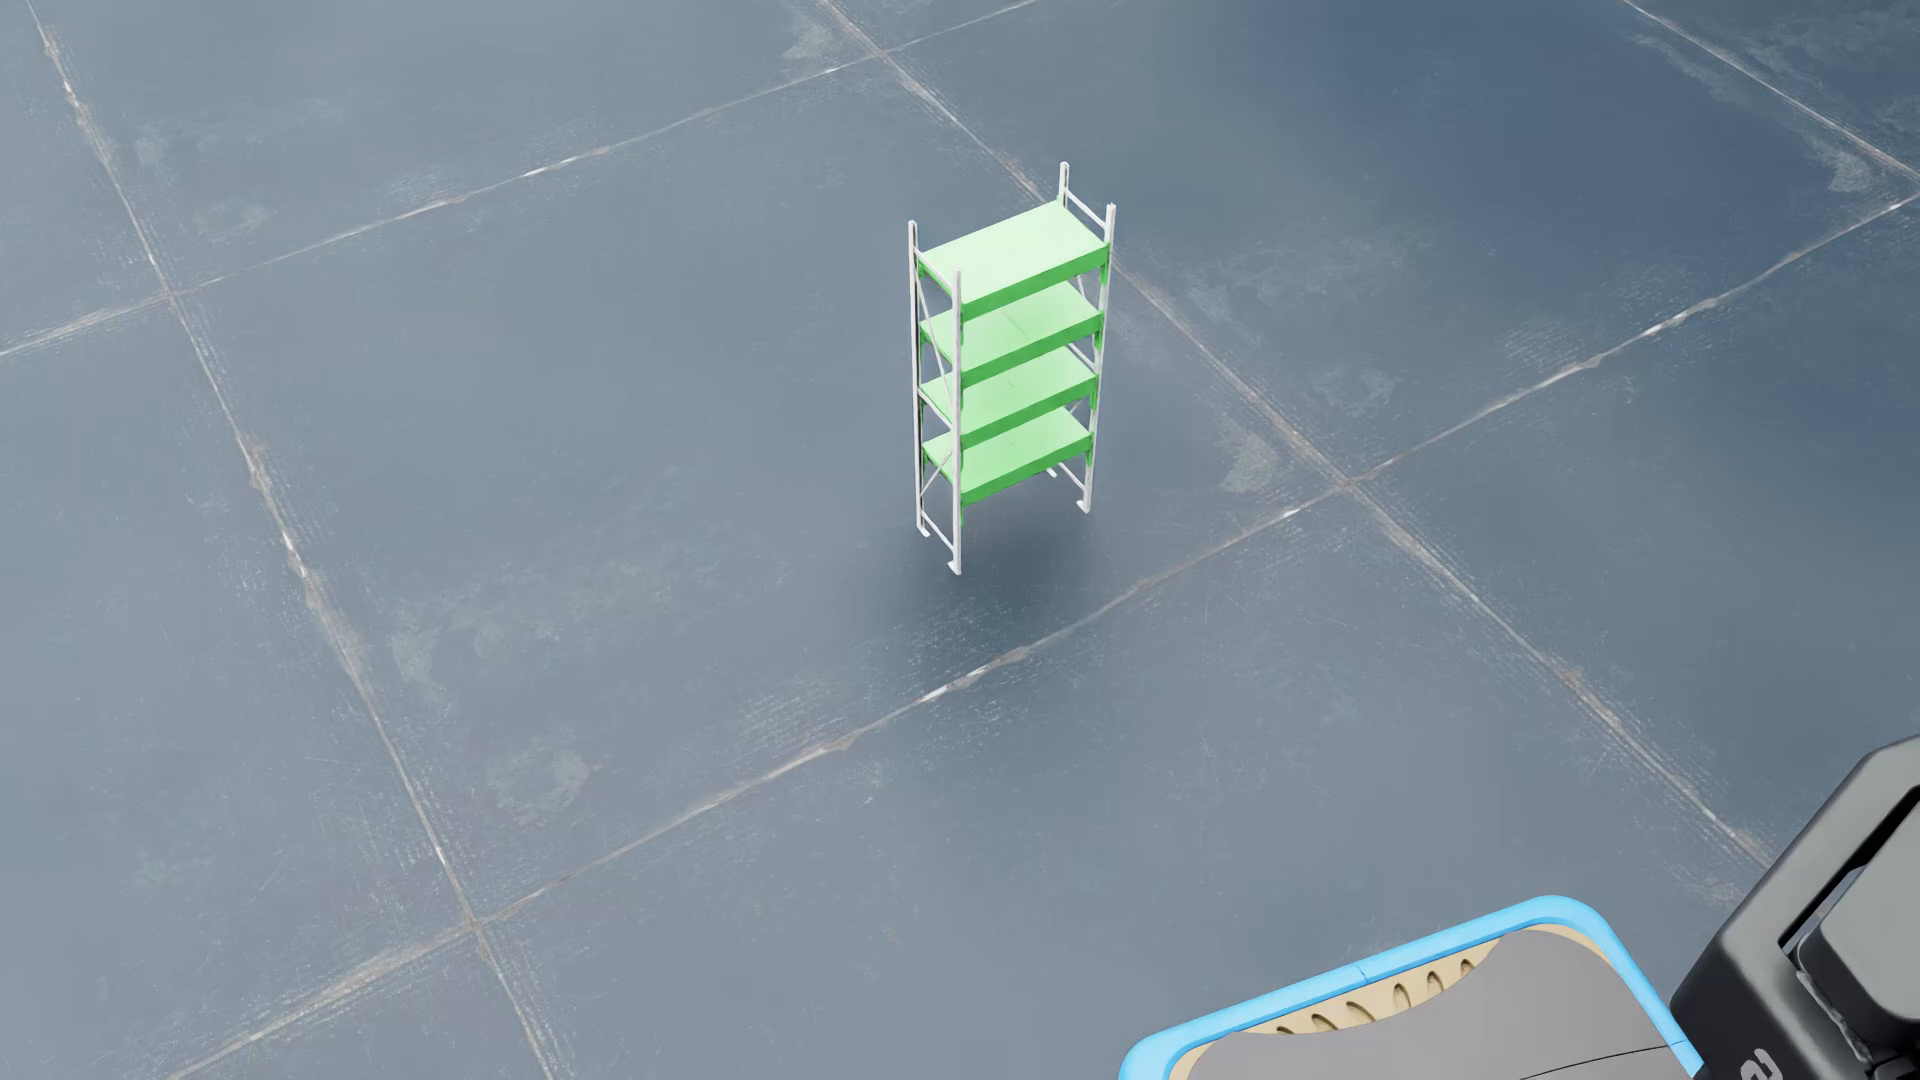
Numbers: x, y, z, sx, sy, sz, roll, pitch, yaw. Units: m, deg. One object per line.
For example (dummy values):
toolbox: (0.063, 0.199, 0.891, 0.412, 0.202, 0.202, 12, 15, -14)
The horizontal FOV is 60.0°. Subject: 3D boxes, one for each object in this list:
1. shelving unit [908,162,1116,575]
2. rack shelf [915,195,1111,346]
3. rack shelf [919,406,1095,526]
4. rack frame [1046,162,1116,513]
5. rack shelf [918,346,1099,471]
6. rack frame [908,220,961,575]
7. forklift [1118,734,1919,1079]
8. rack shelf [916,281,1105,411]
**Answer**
shelving unit: (0.140, -0.465, 4.861, 0.503, 1.200, 0.258, -25, 53, -21)
rack shelf: (0.140, -0.742, 4.550, 0.480, 0.148, 0.258, -25, 53, -21)
rack shelf: (0.140, -0.263, 5.088, 0.480, 0.148, 0.258, -25, 53, -21)
rack frame: (0.346, -0.562, 4.947, 0.015, 1.200, 0.240, -25, 53, -21)
rack shelf: (0.140, -0.422, 4.908, 0.480, 0.148, 0.258, -25, 53, -21)
rack frame: (-0.066, -0.368, 4.774, 0.015, 1.200, 0.240, -25, 53, -21)
forklift: (1.254, 1.570, 1.890, 1.130, 2.935, 3.031, -15, 50, -13)
rack shelf: (0.140, -0.582, 4.729, 0.480, 0.148, 0.258, -25, 53, -21)
